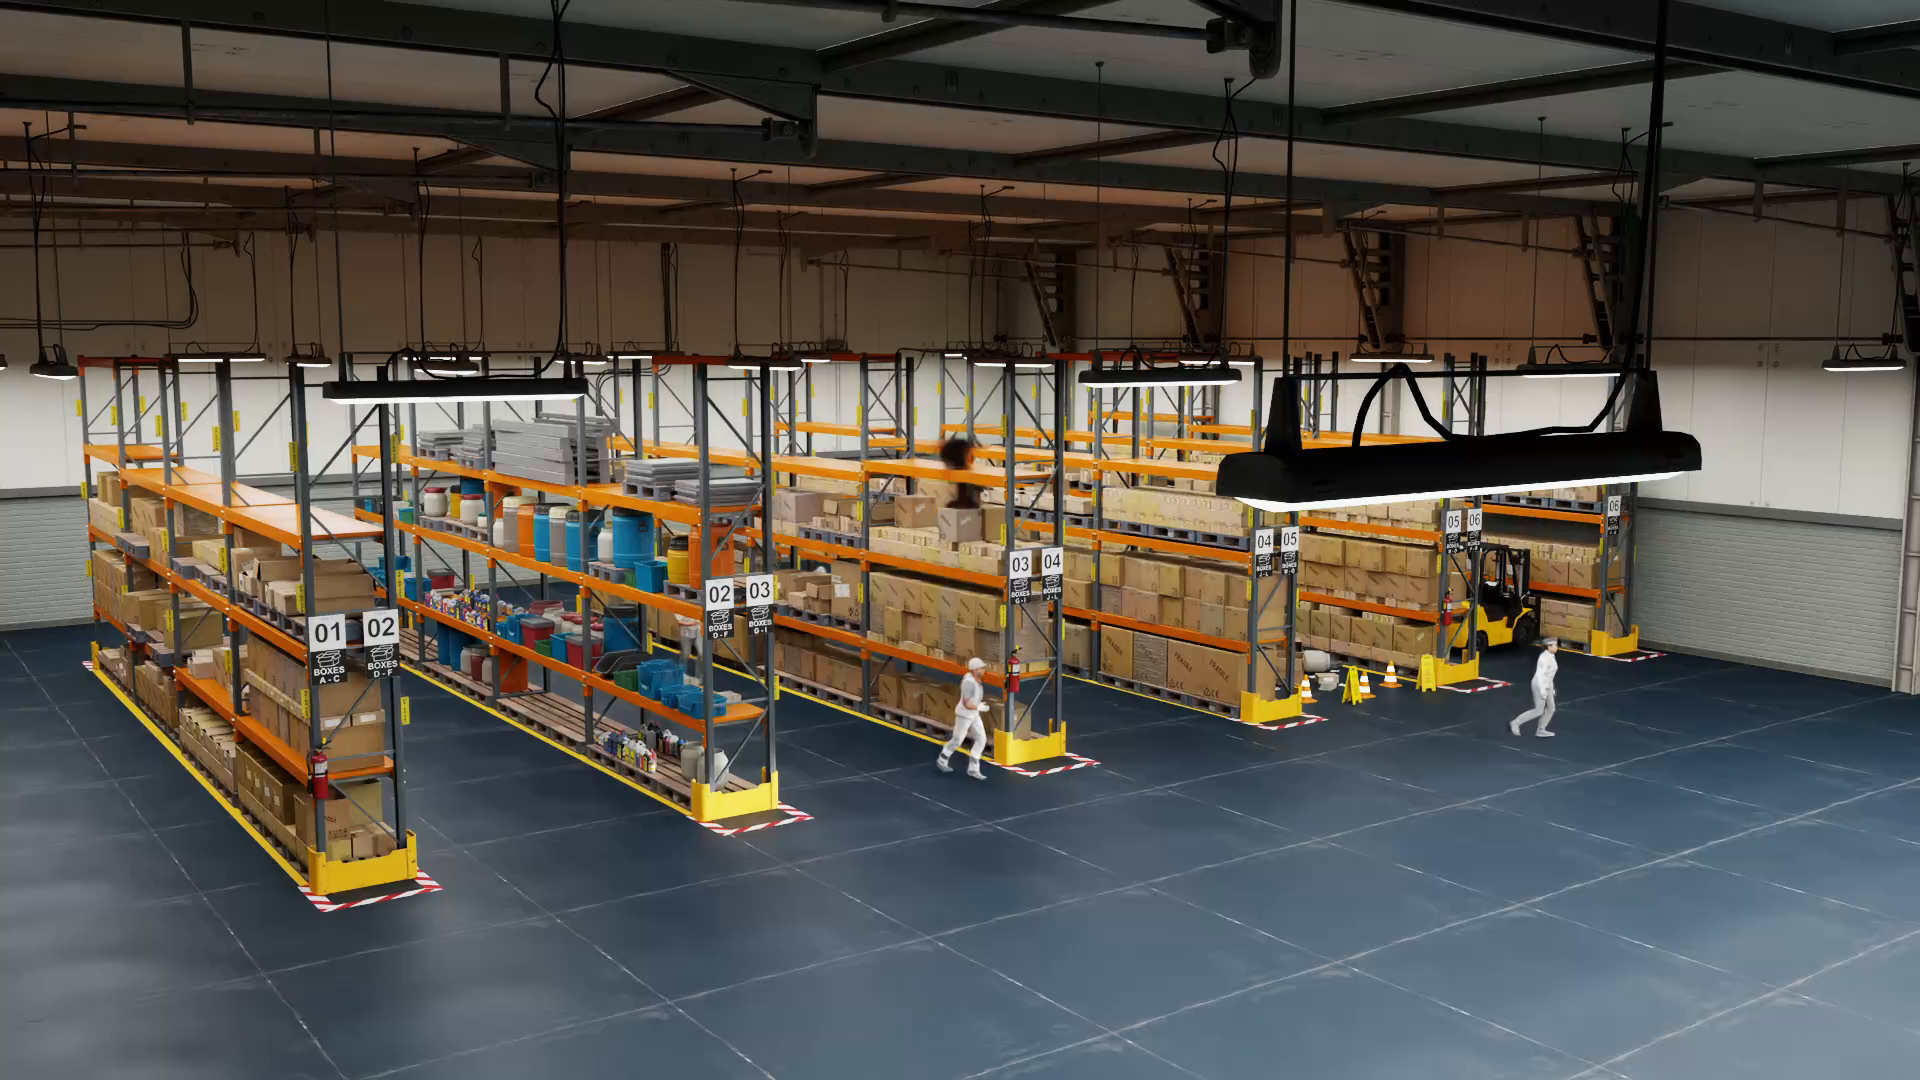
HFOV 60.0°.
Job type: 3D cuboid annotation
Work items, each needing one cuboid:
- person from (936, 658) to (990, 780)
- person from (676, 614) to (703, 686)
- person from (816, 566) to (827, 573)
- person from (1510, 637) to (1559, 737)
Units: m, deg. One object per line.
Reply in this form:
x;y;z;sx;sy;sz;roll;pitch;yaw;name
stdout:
0.038;2.563;24.001;0.811;1.794;0.652;3;8;25;person
-4.917;1.774;30.474;0.622;1.838;0.854;-4;8;-32;person
-2.771;1.417;33.366;0.667;1.788;0.721;-6;9;-42;person
9.143;2.325;26.444;0.647;1.611;0.707;4;8;30;person
